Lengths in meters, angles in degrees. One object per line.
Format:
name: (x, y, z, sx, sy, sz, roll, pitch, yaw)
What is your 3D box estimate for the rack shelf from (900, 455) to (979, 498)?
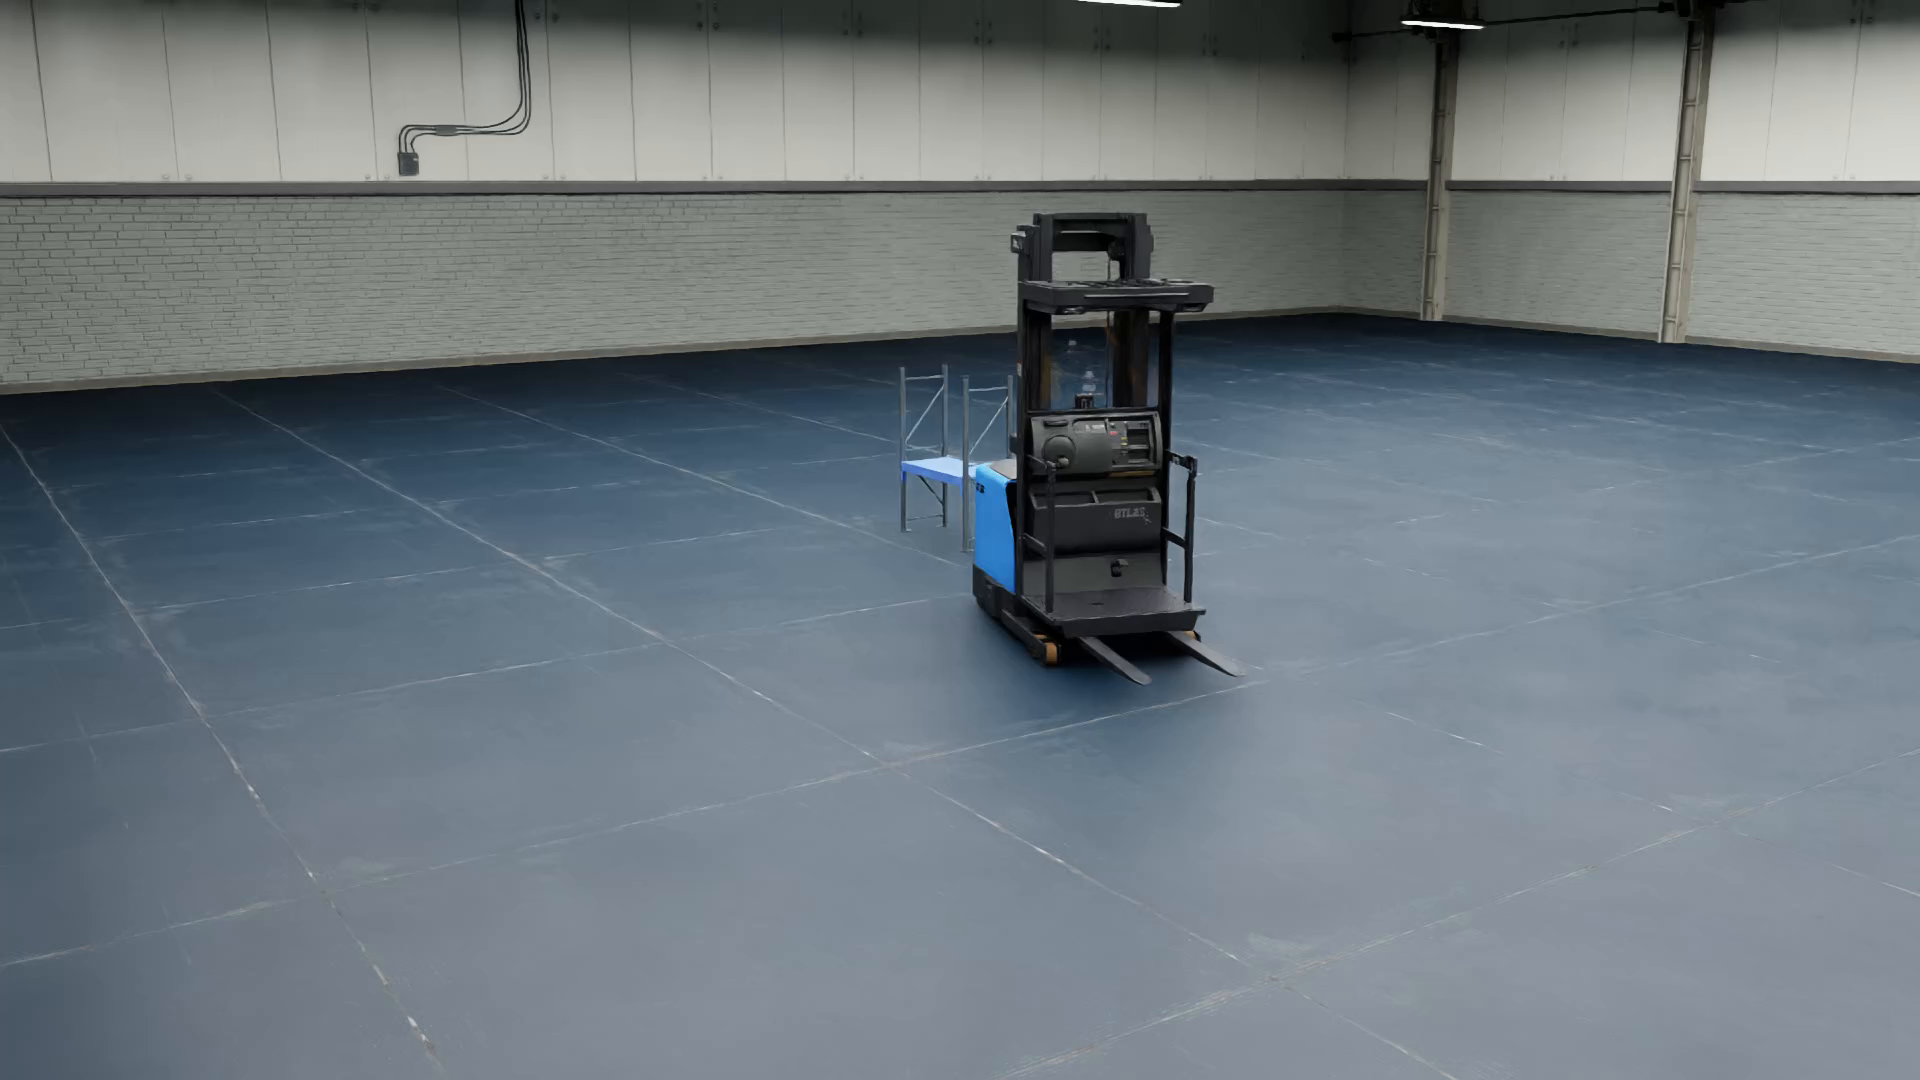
rack shelf: (-0.047, -0.572, 14.809, 0.538, 0.185, 1.000, -8, 15, -33)

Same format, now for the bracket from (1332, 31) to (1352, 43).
bracket: (8.767, -11.544, 38.161, 0.235, 0.232, 0.430, -8, 15, -33)

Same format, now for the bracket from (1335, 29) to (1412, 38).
bracket: (9.095, -11.439, 37.681, 0.076, 0.066, 3.189, -8, 15, -33)

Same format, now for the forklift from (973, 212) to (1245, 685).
forklift: (0.992, -0.686, 11.137, 1.130, 2.935, 3.031, -3, 13, -15)

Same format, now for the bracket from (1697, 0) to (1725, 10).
bracket: (13.865, -9.908, 30.679, 0.235, 0.232, 0.430, -8, 15, -33)

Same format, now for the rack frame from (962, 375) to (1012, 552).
rack frame: (0.234, -0.657, 14.357, 0.500, 1.500, 0.032, -8, 15, -33)

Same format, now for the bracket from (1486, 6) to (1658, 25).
bracket: (11.968, -10.517, 33.464, 0.076, 0.066, 4.783, -8, 15, -33)

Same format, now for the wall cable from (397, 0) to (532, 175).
wall cable: (-8.237, -9.067, 27.297, 2.305, 6.003, 0.169, -8, 15, -33)

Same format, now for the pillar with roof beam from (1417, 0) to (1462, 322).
pillar with roof beam: (7.022, -8.823, 34.143, 9.100, 9.000, 0.548, -8, 15, -33)

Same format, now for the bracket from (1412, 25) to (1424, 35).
bracket: (10.080, -11.123, 36.234, 0.235, 0.232, 0.430, -8, 15, -33)

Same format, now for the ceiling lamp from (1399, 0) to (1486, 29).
ceiling lamp: (8.617, -10.910, 30.022, 2.000, 3.185, 0.800, -8, 15, -33)

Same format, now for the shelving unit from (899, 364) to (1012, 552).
shelving unit: (-0.047, -0.748, 14.771, 0.538, 1.500, 1.048, -8, 15, -33)

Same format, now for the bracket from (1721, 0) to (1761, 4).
bracket: (15.292, -9.450, 28.584, 0.076, 0.066, 4.783, -8, 15, -33)

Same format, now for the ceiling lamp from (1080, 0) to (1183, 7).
ceiling lamp: (2.507, -10.041, 26.049, 2.000, 3.185, 0.800, -8, 15, -33)

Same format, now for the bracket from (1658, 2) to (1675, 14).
bracket: (13.405, -10.056, 31.354, 0.235, 0.232, 0.430, -8, 15, -33)

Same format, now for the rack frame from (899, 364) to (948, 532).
rack frame: (-0.329, -0.838, 15.184, 0.500, 1.500, 0.032, -8, 15, -33)

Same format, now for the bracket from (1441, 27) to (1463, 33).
bracket: (10.540, -10.975, 35.559, 0.235, 0.232, 0.430, -8, 15, -33)

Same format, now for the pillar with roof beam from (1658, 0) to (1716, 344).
pillar with roof beam: (10.346, -7.756, 29.264, 9.100, 9.000, 0.548, -8, 15, -33)
